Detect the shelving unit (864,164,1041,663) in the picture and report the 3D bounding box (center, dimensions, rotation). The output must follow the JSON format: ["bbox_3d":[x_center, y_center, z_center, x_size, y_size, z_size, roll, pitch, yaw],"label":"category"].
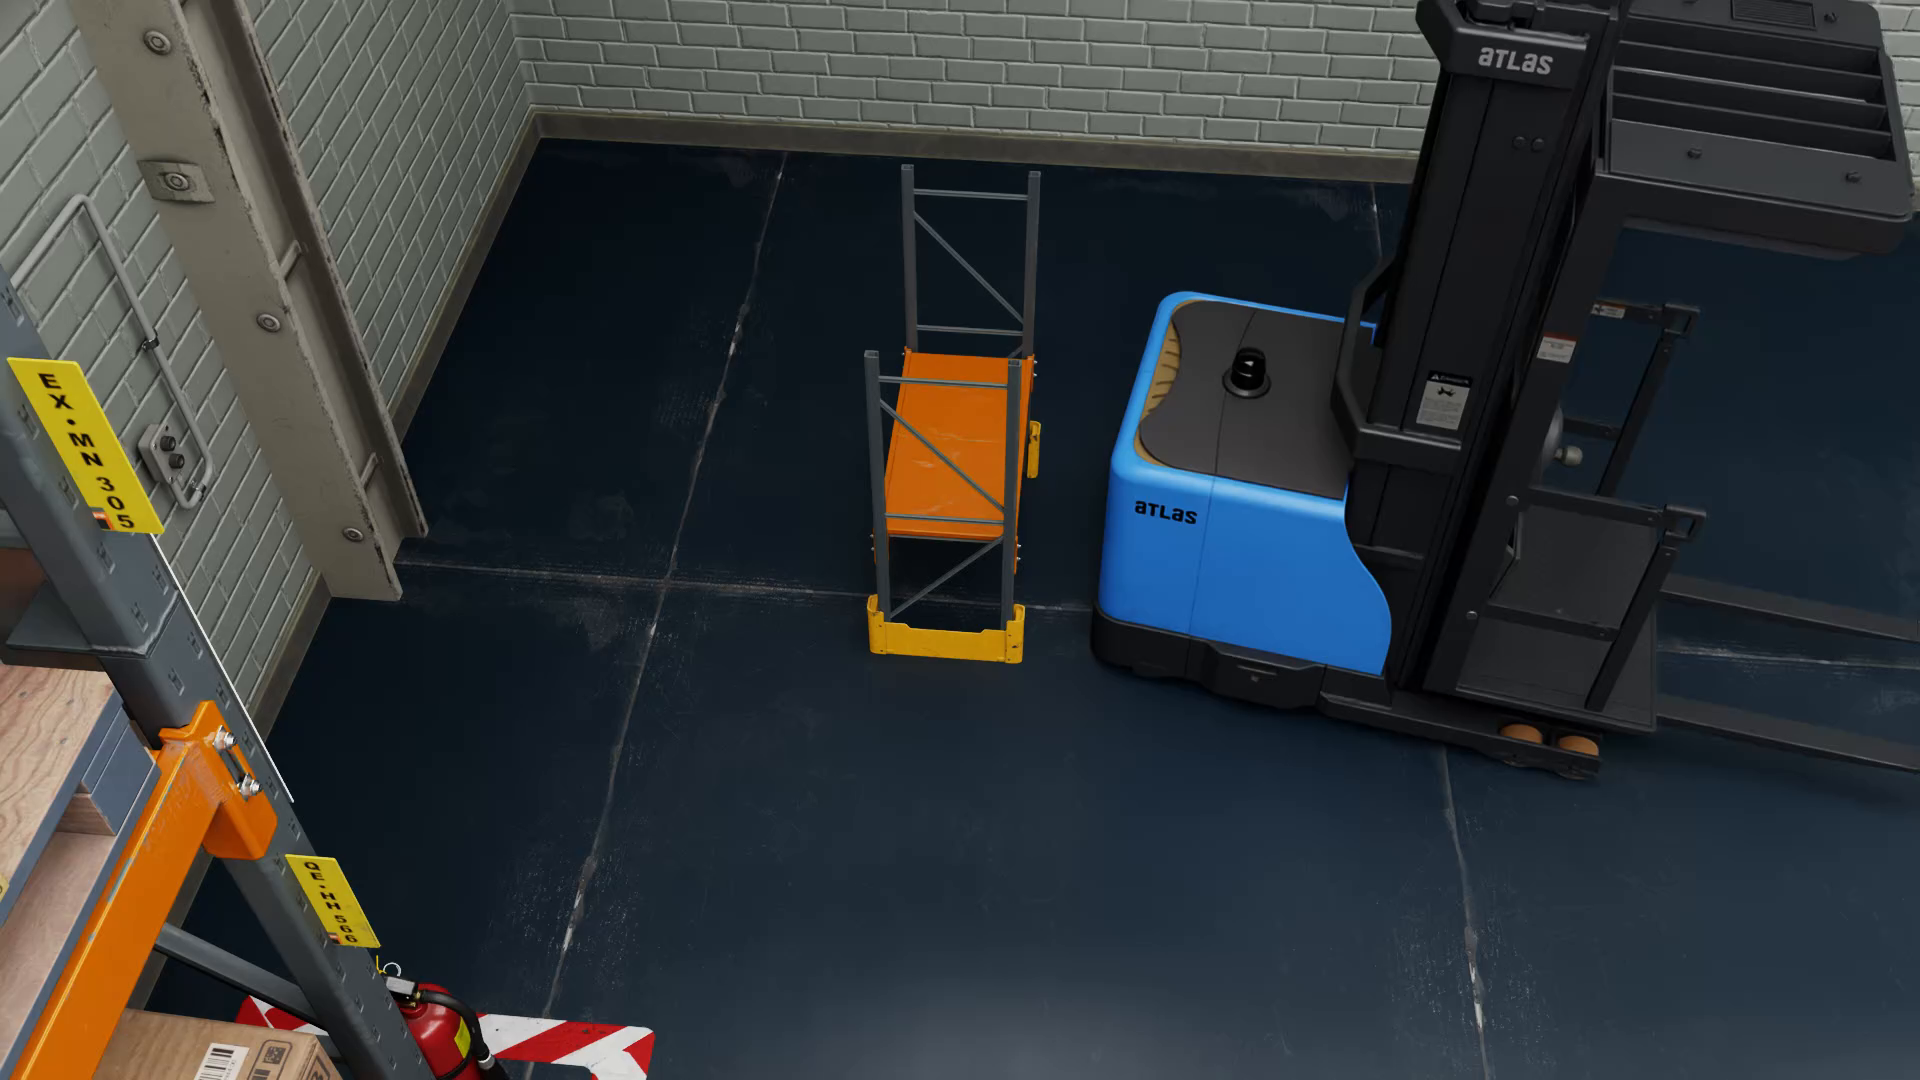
[{"bbox_3d":[-0.007,-0.450,6.171,0.587,1.500,1.083,4,48,4],"label":"shelving unit"}]

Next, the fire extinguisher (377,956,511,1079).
[{"bbox_3d":[-1.260,1.187,3.963,0.296,0.674,0.183,4,48,4],"label":"fire extinguisher"}]

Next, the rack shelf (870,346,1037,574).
[{"bbox_3d":[-0.008,-0.322,6.298,0.538,0.185,1.000,4,48,4],"label":"rack shelf"}]

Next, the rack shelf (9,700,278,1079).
[{"bbox_3d":[-1.916,1.815,1.538,1.077,0.370,4.000,4,48,4],"label":"rack shelf"}]

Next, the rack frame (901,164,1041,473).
[{"bbox_3d":[0.039,-0.817,6.507,0.500,1.500,0.032,4,48,4],"label":"rack frame"}]

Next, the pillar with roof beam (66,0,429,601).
[{"bbox_3d":[1.939,-2.663,3.113,9.100,9.000,0.400,4,48,4],"label":"pillar with roof beam"}]

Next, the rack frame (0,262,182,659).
[{"bbox_3d":[-1.733,-0.910,1.510,1.000,3.000,0.127,4,48,4],"label":"rack frame"}]

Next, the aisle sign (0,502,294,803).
[{"bbox_3d":[-1.428,0.205,2.794,0.394,0.787,0.004,4,48,4],"label":"aisle sign"}]

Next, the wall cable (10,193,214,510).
[{"bbox_3d":[-2.559,-0.233,4.267,0.084,1.984,1.851,4,48,4],"label":"wall cable"}]

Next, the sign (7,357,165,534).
[{"bbox_3d":[-1.194,-0.123,2.276,0.100,0.325,0.005,4,48,4],"label":"sign"}]

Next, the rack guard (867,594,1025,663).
[{"bbox_3d":[-0.052,0.338,6.298,0.587,0.250,0.087,4,48,4],"label":"rack guard"}]

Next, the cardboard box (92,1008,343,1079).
[{"bbox_3d":[-1.770,1.389,3.269,0.980,0.700,0.700,6,48,5],"label":"cardboard box"}]

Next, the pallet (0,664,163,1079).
[{"bbox_3d":[-1.790,0.678,2.150,1.003,0.211,1.213,4,48,4],"label":"pallet"}]

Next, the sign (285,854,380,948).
[{"bbox_3d":[-1.194,0.691,3.166,0.100,0.325,0.005,4,48,4],"label":"sign"}]

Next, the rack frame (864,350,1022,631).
[{"bbox_3d":[-0.054,-0.070,5.824,0.500,1.500,0.032,4,48,4],"label":"rack frame"}]

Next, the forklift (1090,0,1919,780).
[{"bbox_3d":[2.070,-0.569,5.310,3.031,2.935,1.130,12,49,11],"label":"forklift"}]

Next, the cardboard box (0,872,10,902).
[{"bbox_3d":[-1.536,0.534,1.972,0.500,0.250,0.500,5,48,5],"label":"cardboard box"}]

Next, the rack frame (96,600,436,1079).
[{"bbox_3d":[-1.733,1.115,3.724,1.000,3.000,0.127,4,48,4],"label":"rack frame"}]

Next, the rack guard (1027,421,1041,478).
[{"bbox_3d":[0.038,-0.394,6.967,0.587,0.250,0.087,4,48,4],"label":"rack guard"}]
